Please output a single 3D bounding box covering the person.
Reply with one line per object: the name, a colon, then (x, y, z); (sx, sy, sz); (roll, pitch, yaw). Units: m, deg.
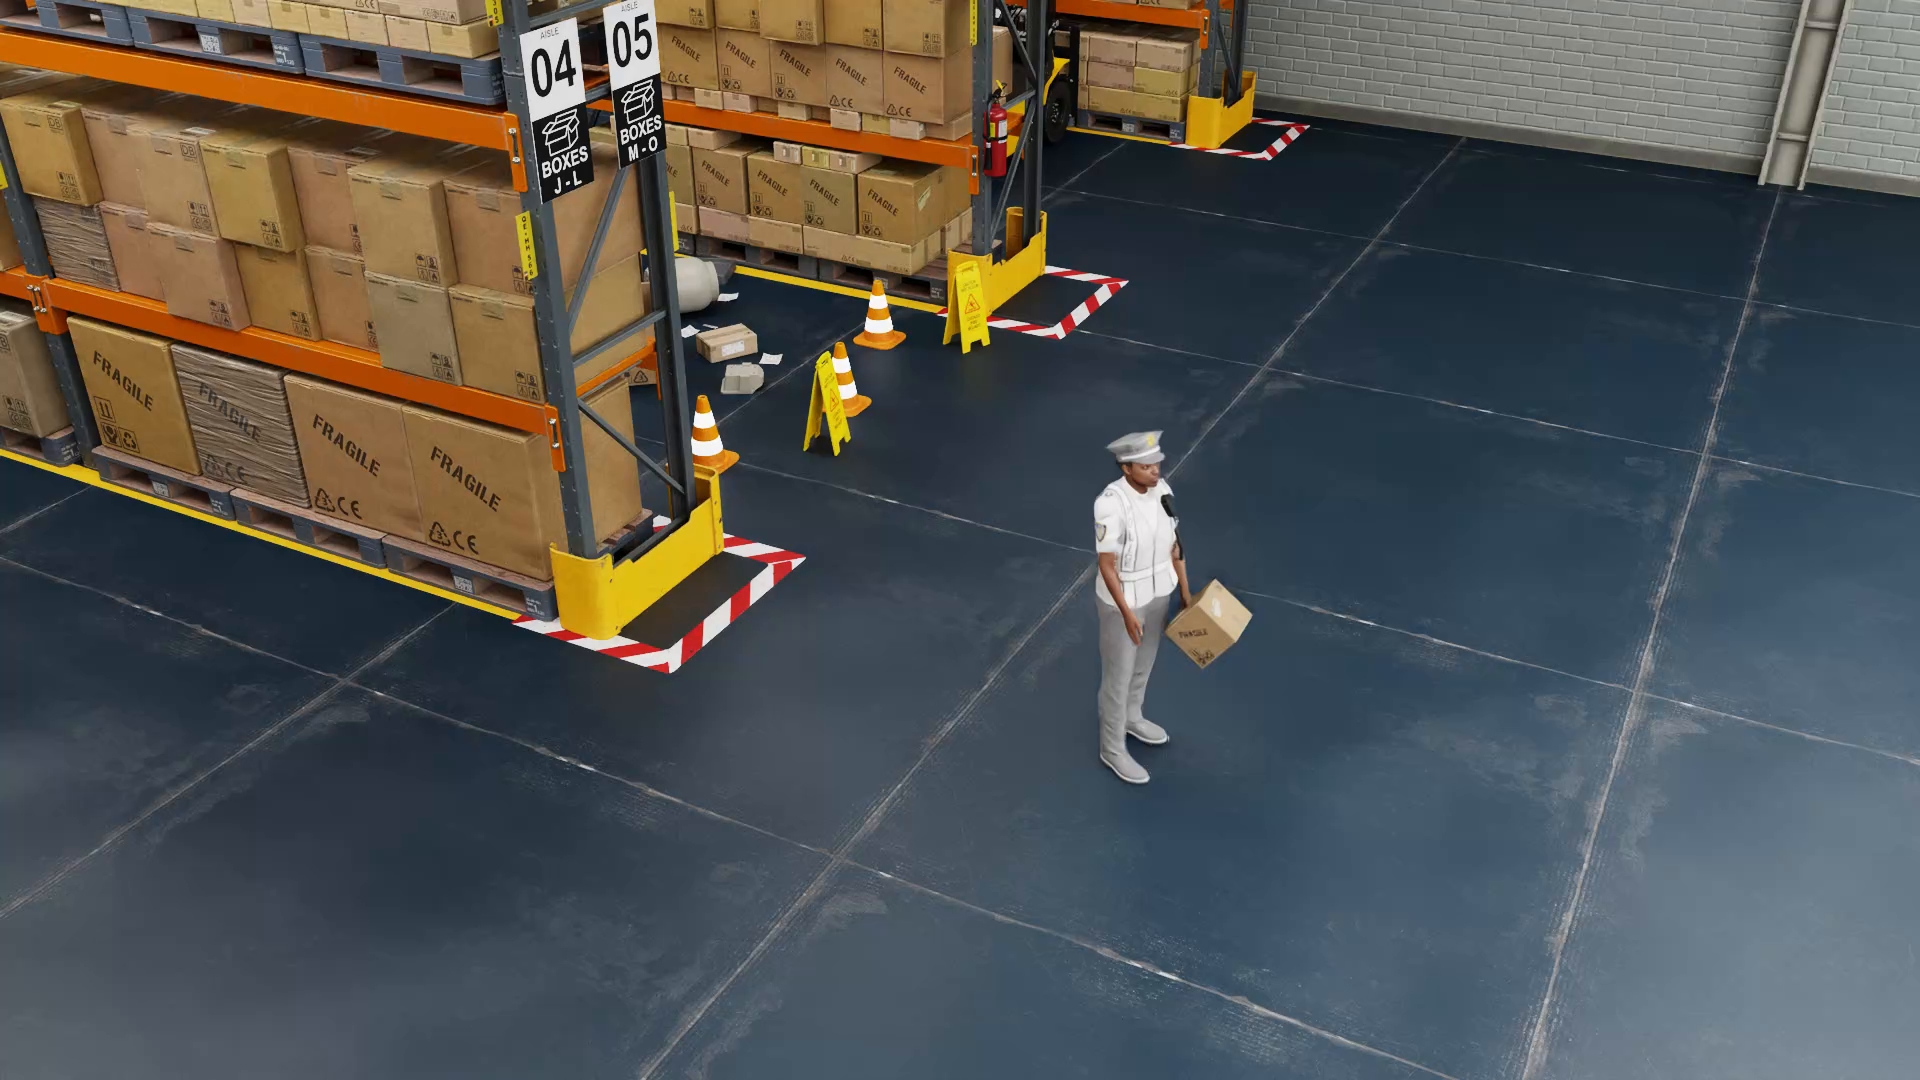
person: (0.869, 0.283, 7.757); (0.488, 1.692, 0.514); (-21, 36, -31)
